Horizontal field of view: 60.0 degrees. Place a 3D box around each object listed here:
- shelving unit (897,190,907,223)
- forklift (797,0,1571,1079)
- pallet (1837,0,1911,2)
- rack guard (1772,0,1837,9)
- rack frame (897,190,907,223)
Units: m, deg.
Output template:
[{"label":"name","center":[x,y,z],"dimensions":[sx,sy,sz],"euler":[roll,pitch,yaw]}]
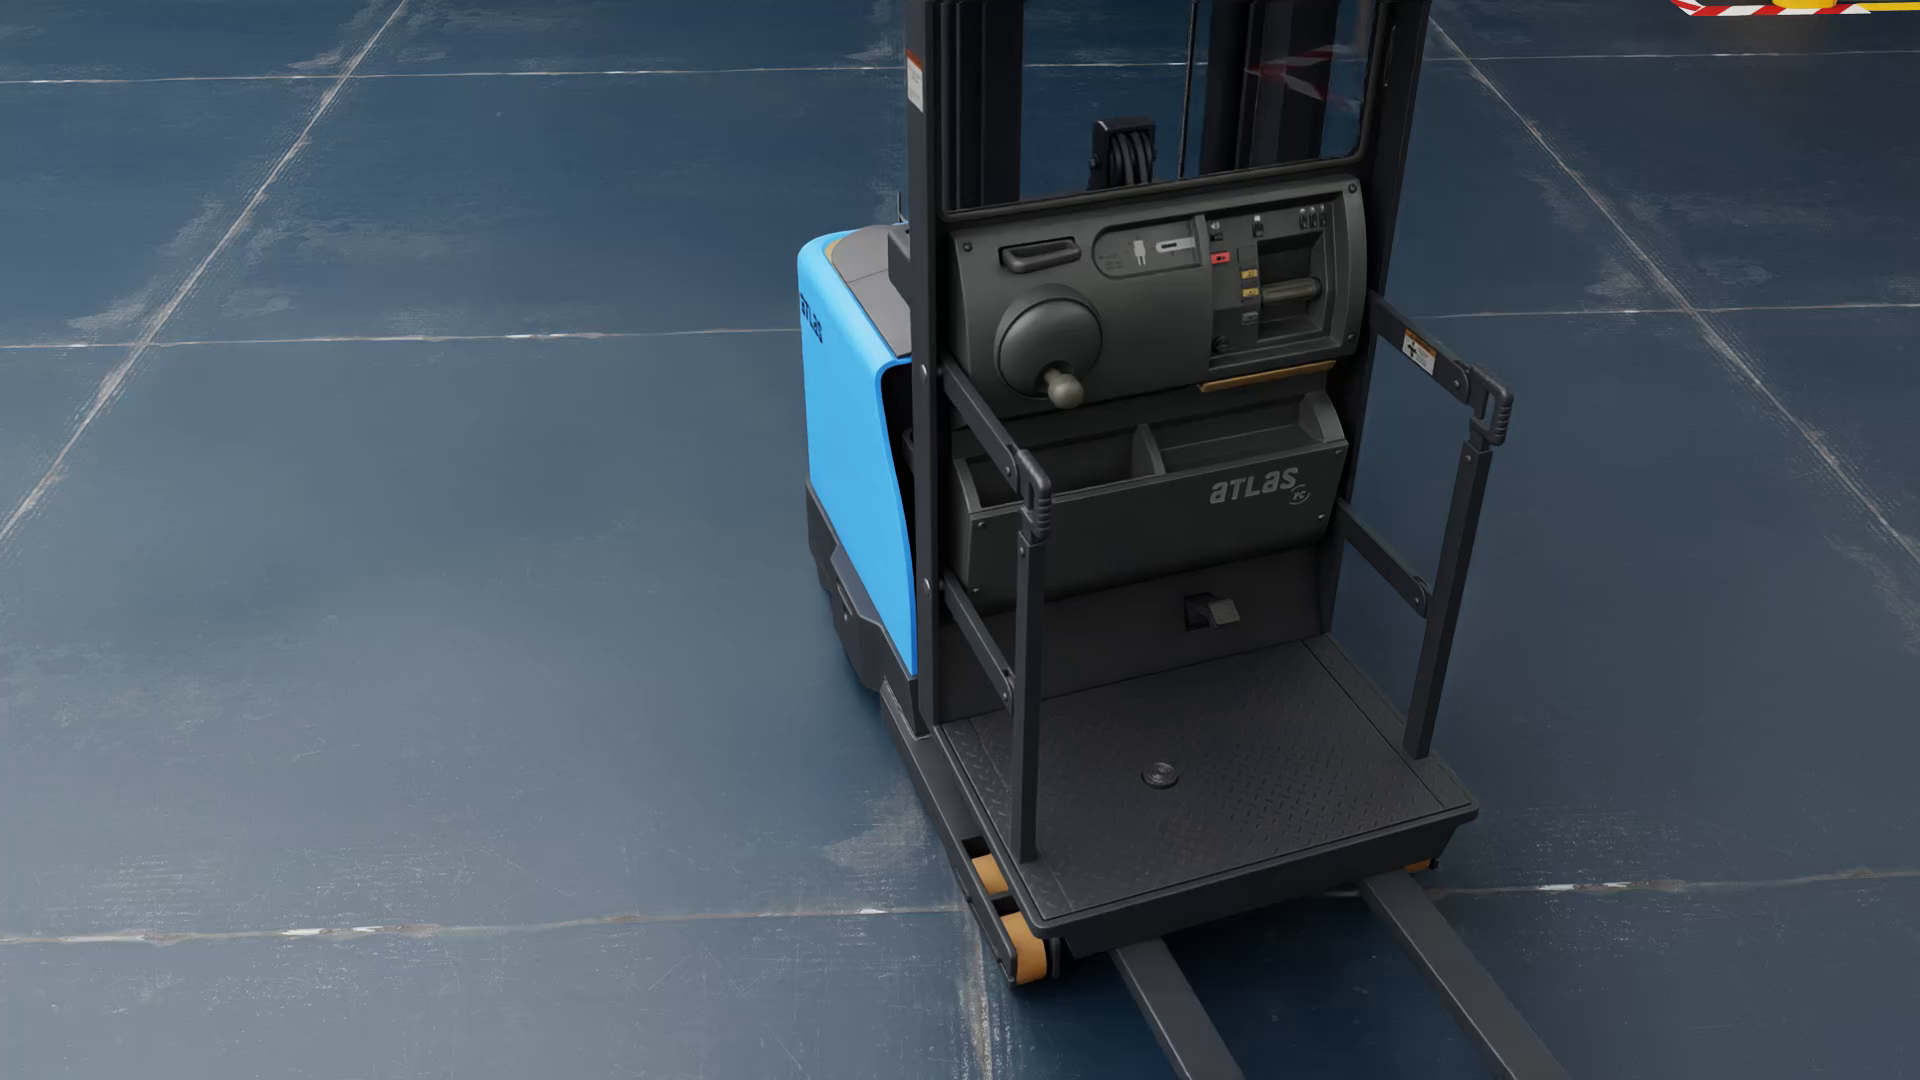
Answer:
[{"label":"shelving unit","center":[-0.032,-0.567,5.146],"dimensions":[0.252,1.050,0.215],"euler":[-11,36,-16]},{"label":"forklift","center":[0.511,-0.460,3.339],"dimensions":[1.130,2.935,3.031],"euler":[-11,36,-16]},{"label":"pallet","center":[5.750,-3.582,10.240],"dimensions":[1.213,0.211,1.003],"euler":[-2,35,-2]},{"label":"rack guard","center":[4.964,-3.656,10.093],"dimensions":[0.348,0.500,1.175],"euler":[-2,35,-2]},{"label":"rack frame","center":[-0.147,-0.543,5.112],"dimensions":[0.008,1.050,0.200],"euler":[-11,36,-16]}]
